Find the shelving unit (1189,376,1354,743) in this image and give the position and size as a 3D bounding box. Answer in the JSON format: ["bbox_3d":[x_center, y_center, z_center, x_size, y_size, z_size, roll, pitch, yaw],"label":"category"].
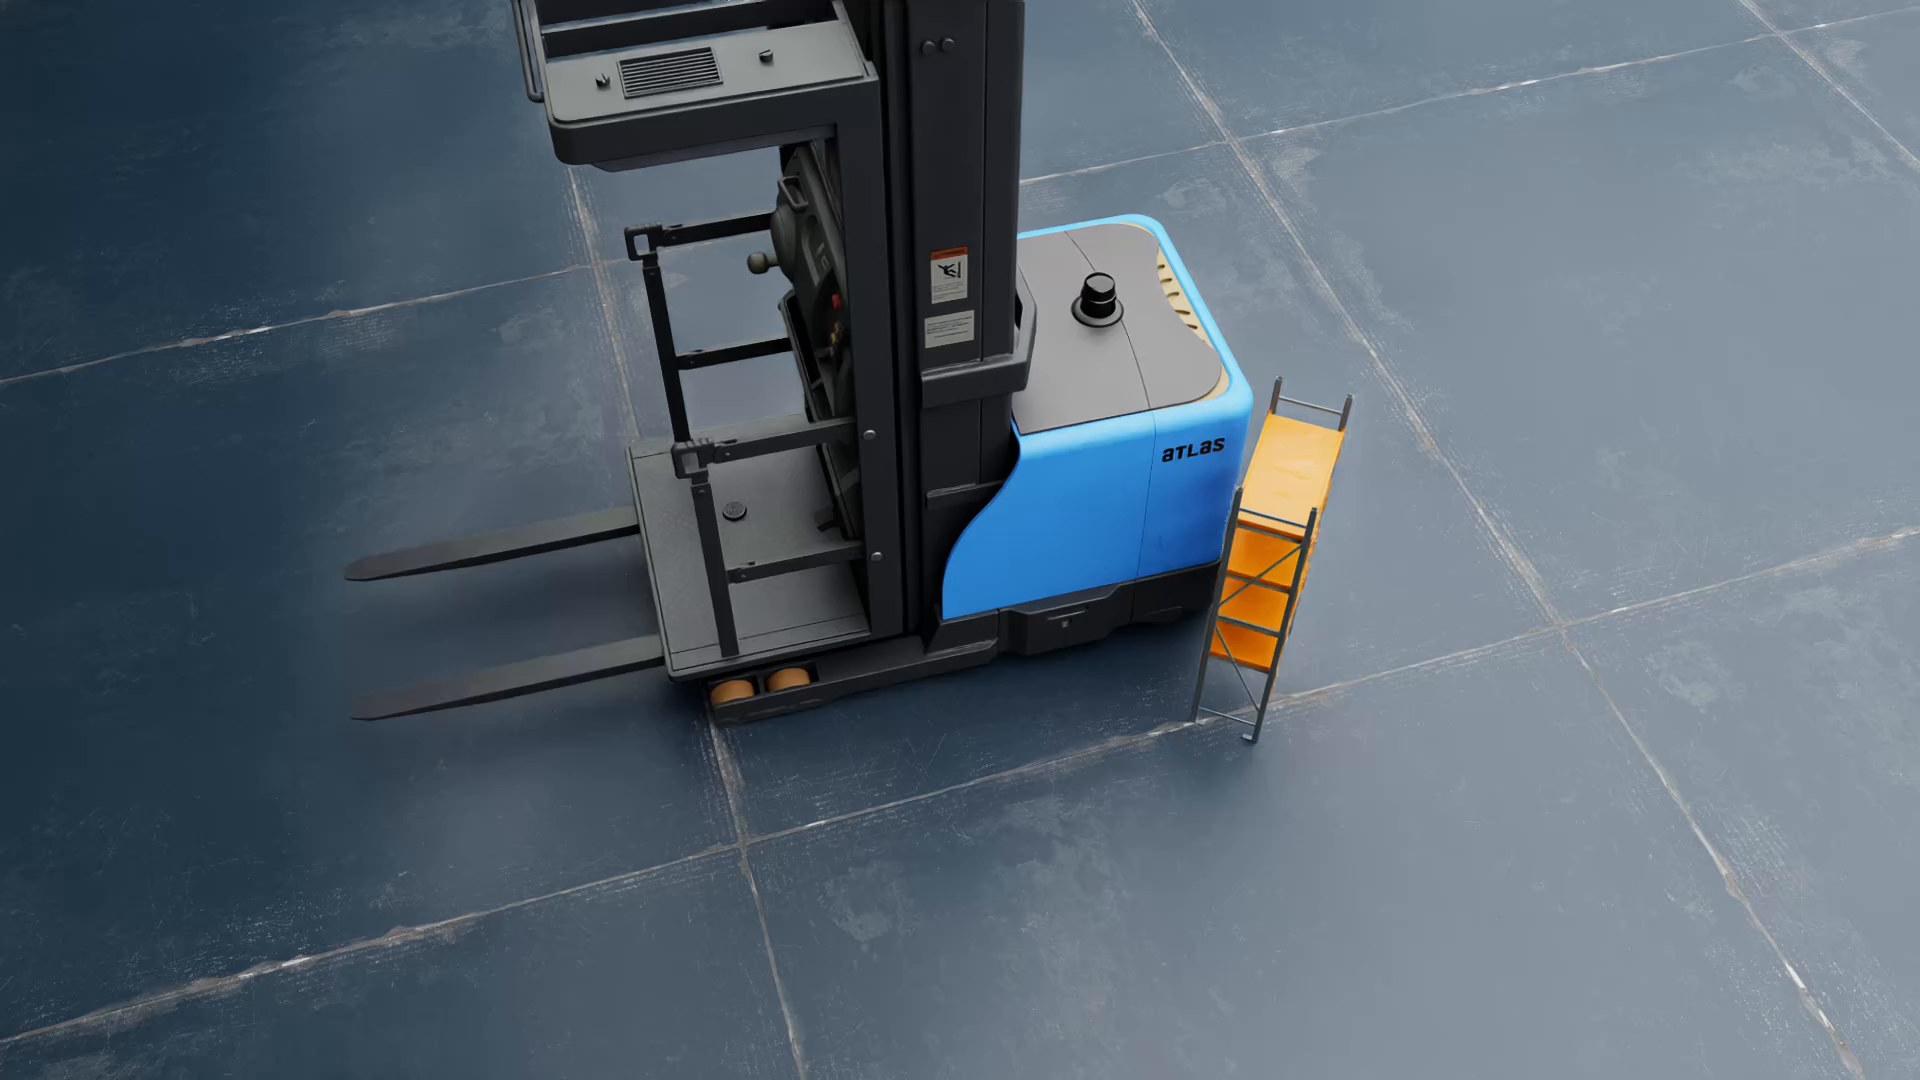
[{"bbox_3d":[0.993,0.093,5.386,0.258,1.200,0.503,16,52,13],"label":"shelving unit"}]

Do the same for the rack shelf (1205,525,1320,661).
[{"bbox_3d":[0.992,0.136,5.437,0.258,0.148,0.480,16,52,13],"label":"rack shelf"}]

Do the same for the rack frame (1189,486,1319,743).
[{"bbox_3d":[0.907,0.268,5.238,0.240,1.200,0.015,16,52,13],"label":"rack frame"}]

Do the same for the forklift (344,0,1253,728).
[{"bbox_3d":[-0.629,-0.762,4.975,3.031,2.935,1.130,-12,51,-10],"label":"forklift"}]

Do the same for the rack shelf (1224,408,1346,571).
[{"bbox_3d":[0.996,-0.160,5.084,0.258,0.148,0.480,16,52,13],"label":"rack shelf"}]

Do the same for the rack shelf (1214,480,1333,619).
[{"bbox_3d":[0.994,-0.008,5.266,0.258,0.148,0.480,16,52,13],"label":"rack shelf"}]

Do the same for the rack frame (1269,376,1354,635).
[{"bbox_3d":[1.078,-0.082,5.533,0.240,1.200,0.015,16,52,13],"label":"rack frame"}]

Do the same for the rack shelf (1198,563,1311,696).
[{"bbox_3d":[0.991,0.264,5.589,0.258,0.148,0.480,16,52,13],"label":"rack shelf"}]
